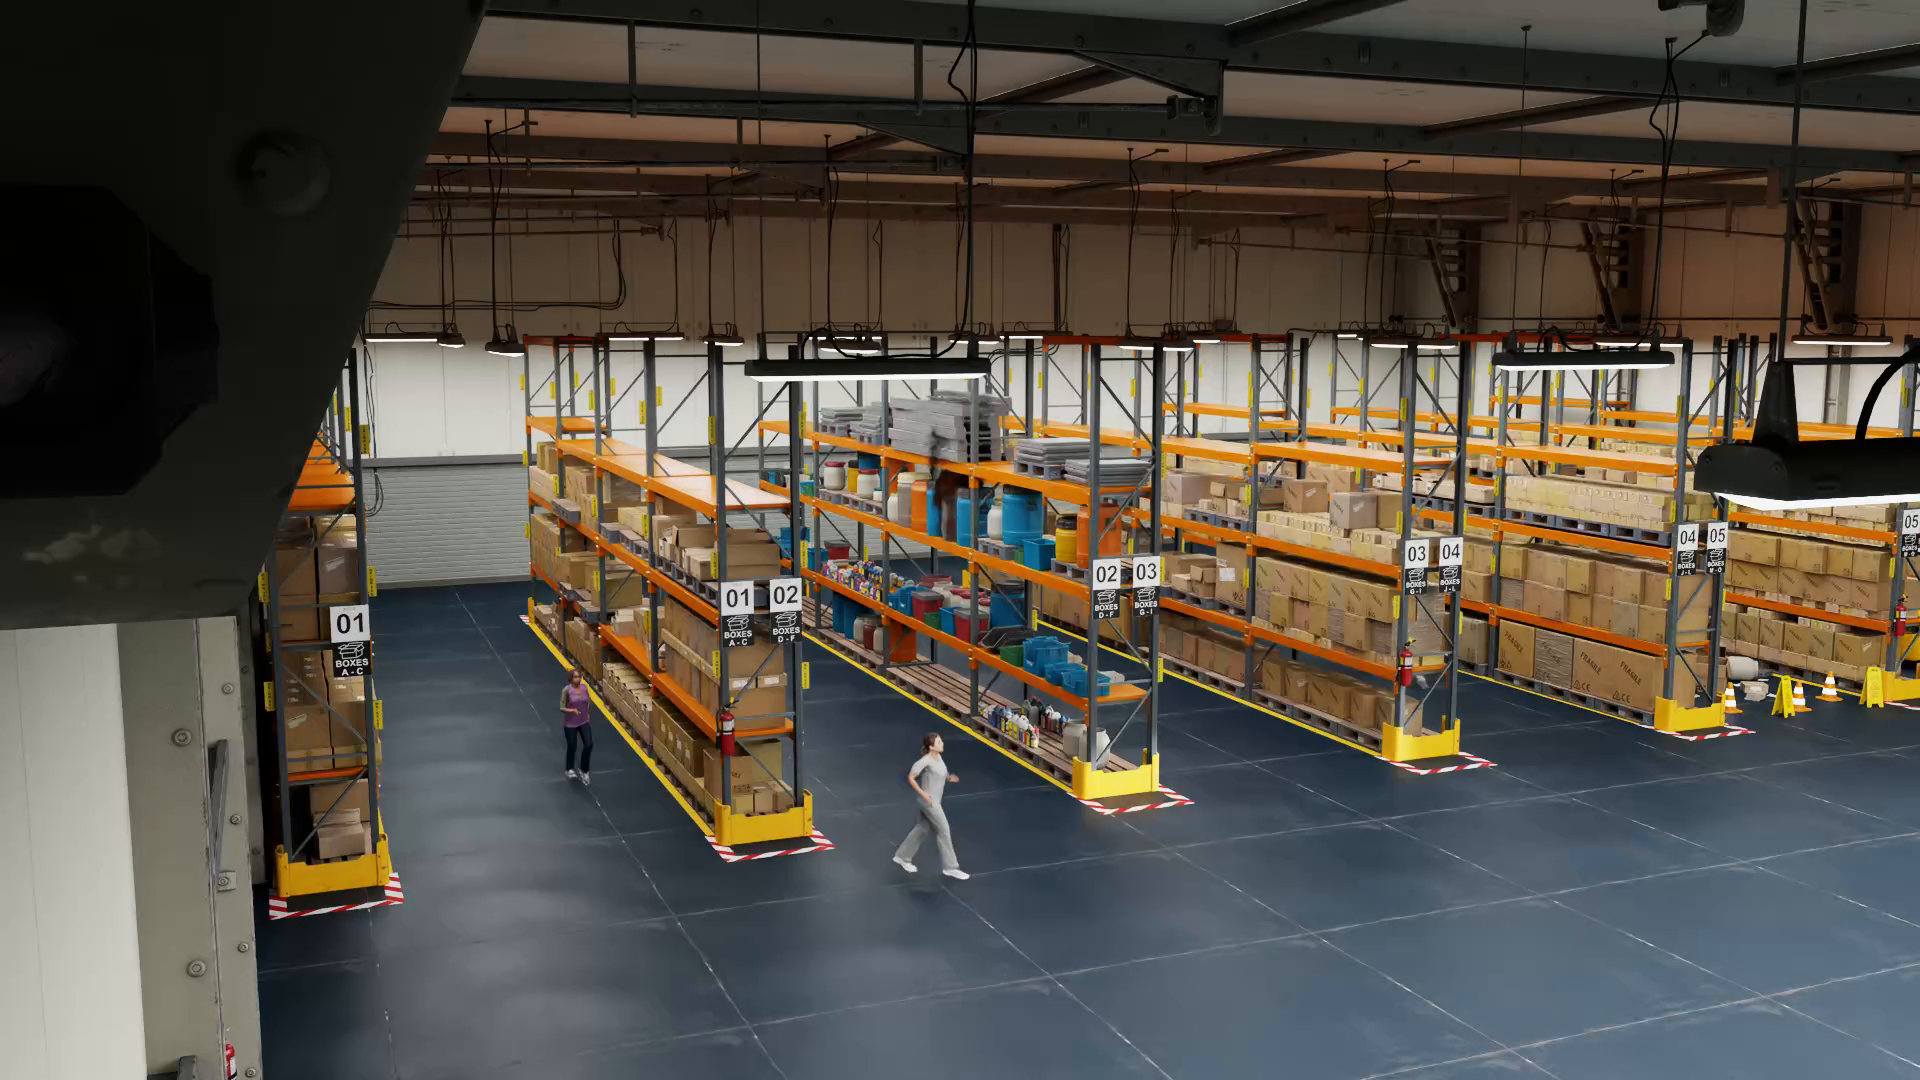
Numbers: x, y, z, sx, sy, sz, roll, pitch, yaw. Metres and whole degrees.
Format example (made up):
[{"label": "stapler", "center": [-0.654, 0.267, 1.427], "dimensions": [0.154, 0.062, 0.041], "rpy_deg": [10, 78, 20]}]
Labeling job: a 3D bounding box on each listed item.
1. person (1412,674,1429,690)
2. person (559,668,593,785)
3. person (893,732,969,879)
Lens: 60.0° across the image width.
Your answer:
[{"label": "person", "center": [7.906, 1.620, 28.748], "dimensions": [0.640, 1.824, 0.814], "rpy_deg": [-4, 9, -27]}, {"label": "person", "center": [-5.222, 2.544, 22.681], "dimensions": [0.490, 1.625, 0.711], "rpy_deg": [-4, 9, -30]}, {"label": "person", "center": [-0.330, 2.974, 18.780], "dimensions": [0.902, 1.667, 0.562], "rpy_deg": [1, 8, 10]}]
